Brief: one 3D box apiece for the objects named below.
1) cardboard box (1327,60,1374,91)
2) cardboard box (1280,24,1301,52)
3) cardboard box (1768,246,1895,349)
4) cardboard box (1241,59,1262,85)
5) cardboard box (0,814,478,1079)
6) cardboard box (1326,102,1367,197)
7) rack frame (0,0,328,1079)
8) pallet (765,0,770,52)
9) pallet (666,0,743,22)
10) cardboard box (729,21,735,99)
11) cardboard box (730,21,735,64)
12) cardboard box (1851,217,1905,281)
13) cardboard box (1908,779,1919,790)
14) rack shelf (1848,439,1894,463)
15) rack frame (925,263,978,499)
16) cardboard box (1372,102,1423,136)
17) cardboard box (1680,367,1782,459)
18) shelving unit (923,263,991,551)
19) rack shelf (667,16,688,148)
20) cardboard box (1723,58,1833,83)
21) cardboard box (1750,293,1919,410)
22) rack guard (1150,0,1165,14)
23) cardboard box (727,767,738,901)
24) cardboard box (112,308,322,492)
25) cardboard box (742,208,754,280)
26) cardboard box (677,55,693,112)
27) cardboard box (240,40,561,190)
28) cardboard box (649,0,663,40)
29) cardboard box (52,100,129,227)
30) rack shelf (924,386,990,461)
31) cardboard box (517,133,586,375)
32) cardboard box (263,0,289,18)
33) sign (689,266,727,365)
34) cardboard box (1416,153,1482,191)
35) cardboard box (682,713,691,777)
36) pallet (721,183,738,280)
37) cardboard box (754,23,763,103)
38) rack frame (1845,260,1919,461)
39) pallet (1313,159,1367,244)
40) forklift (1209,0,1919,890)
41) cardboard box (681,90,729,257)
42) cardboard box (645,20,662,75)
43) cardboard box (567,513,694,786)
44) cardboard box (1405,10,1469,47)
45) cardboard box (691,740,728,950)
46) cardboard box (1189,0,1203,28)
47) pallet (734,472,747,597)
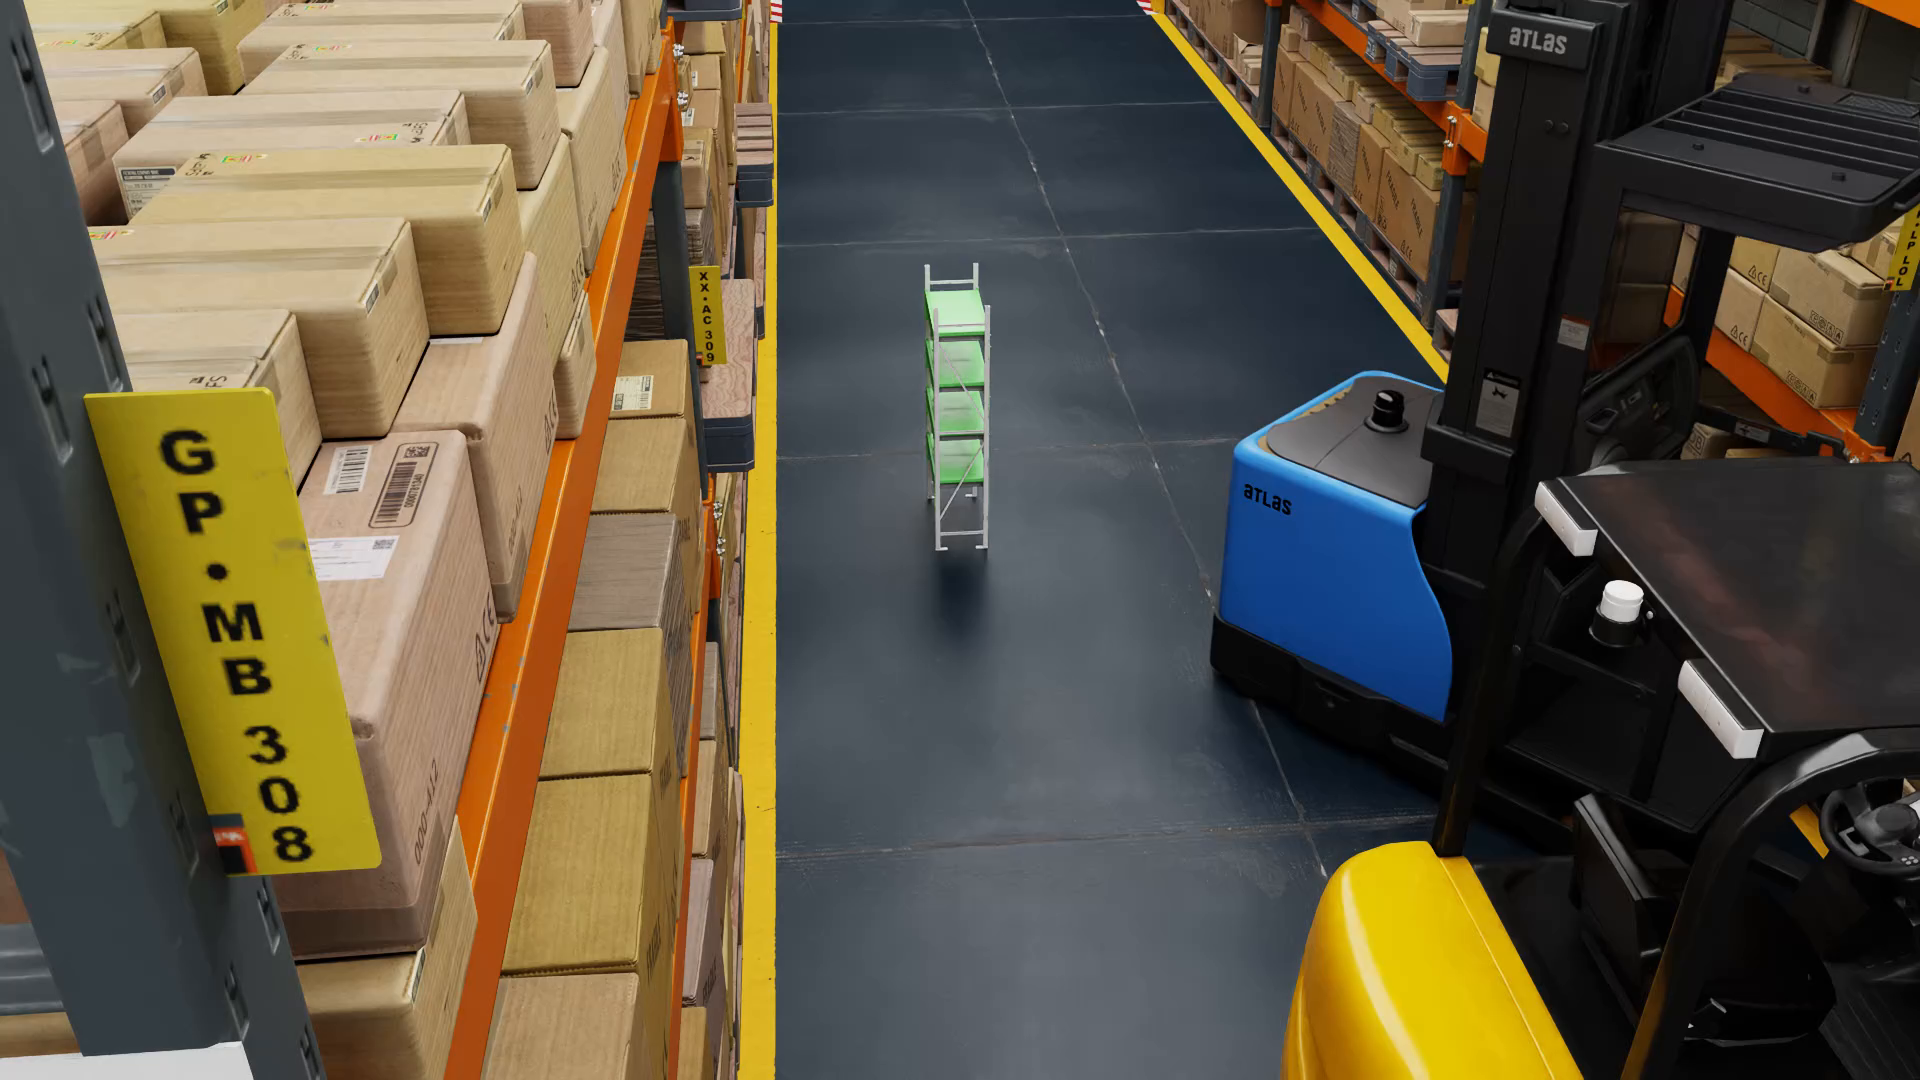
[{"bbox_3d":[2.805,-3.266,11.689,0.380,0.149,0.250,-3,31,-5],"label":"cardboard box"},{"bbox_3d":[2.642,-3.803,12.588,0.380,0.149,0.250,-1,31,-2],"label":"cardboard box"},{"bbox_3d":[3.320,-0.918,6.020,0.500,0.250,0.500,-3,31,-6],"label":"cardboard box"},{"bbox_3d":[2.529,-3.840,13.625,0.380,0.149,0.250,-4,31,-6],"label":"cardboard box"},{"bbox_3d":[-0.655,0.388,1.495,0.380,0.149,0.250,-3,31,-5],"label":"cardboard box"},{"bbox_3d":[2.838,-2.672,11.326,0.500,0.500,0.500,-4,31,-6],"label":"cardboard box"},{"bbox_3d":[-0.944,-0.823,0.352,0.949,2.616,0.053,-3,31,-5],"label":"rack frame"},{"bbox_3d":[-2.290,-4.814,15.604,1.003,0.211,1.213,-3,31,-5],"label":"pallet"},{"bbox_3d":[-1.273,-1.817,5.125,1.213,0.211,1.003,-3,31,-5],"label":"pallet"},{"bbox_3d":[-1.375,-2.464,8.153,0.500,0.500,0.500,-4,31,-6],"label":"cardboard box"},{"bbox_3d":[-1.496,-2.752,9.092,0.500,0.250,0.500,-3,31,-5],"label":"cardboard box"},{"bbox_3d":[3.368,-1.014,5.793,0.380,0.149,0.250,-2,31,-3],"label":"cardboard box"},{"bbox_3d":[3.408,0.775,5.311,0.500,0.250,0.500,-3,31,-5],"label":"cardboard box"},{"bbox_3d":[3.808,0.801,4.186,1.077,0.370,4.000,-3,31,-5],"label":"rack shelf"},{"bbox_3d":[-0.038,-0.724,7.792,0.240,1.200,0.015,-3,31,-5],"label":"rack frame"},{"bbox_3d":[2.908,-2.736,10.801,0.380,0.149,0.250,-3,31,-5],"label":"cardboard box"},{"bbox_3d":[3.496,-0.352,7.321,0.875,0.625,0.625,-3,31,-5],"label":"cardboard box"},{"bbox_3d":[-0.015,-0.600,7.584,0.258,1.200,0.503,-3,31,-5],"label":"shelving unit"},{"bbox_3d":[-1.508,-2.290,6.434,1.077,0.370,4.000,-3,31,-5],"label":"rack shelf"},{"bbox_3d":[3.724,-2.091,7.595,0.380,0.149,0.250,-3,31,-5],"label":"cardboard box"},{"bbox_3d":[3.313,-0.710,6.159,0.500,0.250,0.500,-2,31,-3],"label":"cardboard box"},{"bbox_3d":[2.507,-5.544,16.544,1.175,0.500,0.348,-3,31,-5],"label":"rack guard"},{"bbox_3d":[-0.998,1.000,5.423,0.500,0.250,0.500,-1,31,-2],"label":"cardboard box"},{"bbox_3d":[-0.817,-0.089,1.516,0.380,0.149,0.250,-3,31,-5],"label":"cardboard box"},{"bbox_3d":[-1.677,-1.956,9.763,0.875,0.875,0.875,-3,31,-5],"label":"cardboard box"},{"bbox_3d":[-1.217,-1.726,6.284,0.380,0.149,0.250,-1,31,-2],"label":"cardboard box"},{"bbox_3d":[-0.790,-0.610,2.389,0.380,0.149,0.250,-2,31,-3],"label":"cardboard box"},{"bbox_3d":[-1.011,-1.427,4.145,0.500,0.250,0.500,-3,31,-5],"label":"cardboard box"},{"bbox_3d":[-1.289,-0.448,2.117,0.380,0.149,0.250,-3,31,-5],"label":"cardboard box"},{"bbox_3d":[-0.015,-0.545,7.617,0.258,0.148,0.480,-3,31,-5],"label":"rack shelf"},{"bbox_3d":[-0.839,-0.388,2.406,0.500,0.250,0.500,-2,31,-3],"label":"cardboard box"},{"bbox_3d":[-1.440,-0.973,2.996,0.380,0.149,0.250,-3,31,-5],"label":"cardboard box"},{"bbox_3d":[-0.781,-0.691,5.138,0.100,0.325,0.005,-3,31,-5],"label":"sign"},{"bbox_3d":[2.949,-2.197,9.899,0.380,0.149,0.250,-4,31,-7],"label":"cardboard box"},{"bbox_3d":[-0.889,0.486,4.255,0.380,0.149,0.250,-3,31,-5],"label":"cardboard box"},{"bbox_3d":[-1.469,-1.241,7.089,1.003,0.211,1.213,-3,31,-5],"label":"pallet"},{"bbox_3d":[-2.020,-3.780,13.242,0.875,0.438,0.875,-3,31,-5],"label":"cardboard box"},{"bbox_3d":[3.621,-0.529,5.711,1.000,3.000,0.127,-3,31,-5],"label":"rack frame"},{"bbox_3d":[3.104,-2.379,11.527,1.003,0.211,1.213,-3,31,-5],"label":"pallet"},{"bbox_3d":[2.431,-0.356,5.488,3.031,2.935,1.130,26,40,36],"label":"forklift"},{"bbox_3d":[-1.159,-1.402,6.375,0.500,0.500,0.500,-3,31,-5],"label":"cardboard box"},{"bbox_3d":[-0.987,-1.323,4.359,0.380,0.149,0.250,-3,31,-4],"label":"cardboard box"},{"bbox_3d":[-0.924,0.282,3.965,0.500,0.500,0.500,-2,31,-3],"label":"cardboard box"},{"bbox_3d":[2.804,-2.961,9.617,0.380,0.149,0.250,-2,31,-4],"label":"cardboard box"},{"bbox_3d":[-0.949,0.938,4.796,0.500,0.500,0.500,-2,31,-4],"label":"cardboard box"},{"bbox_3d":[2.503,-5.008,15.237,0.700,0.500,0.500,-2,31,-3],"label":"cardboard box"},{"bbox_3d":[-1.512,-0.114,7.735,1.003,0.211,1.213,-3,31,-5],"label":"pallet"}]
